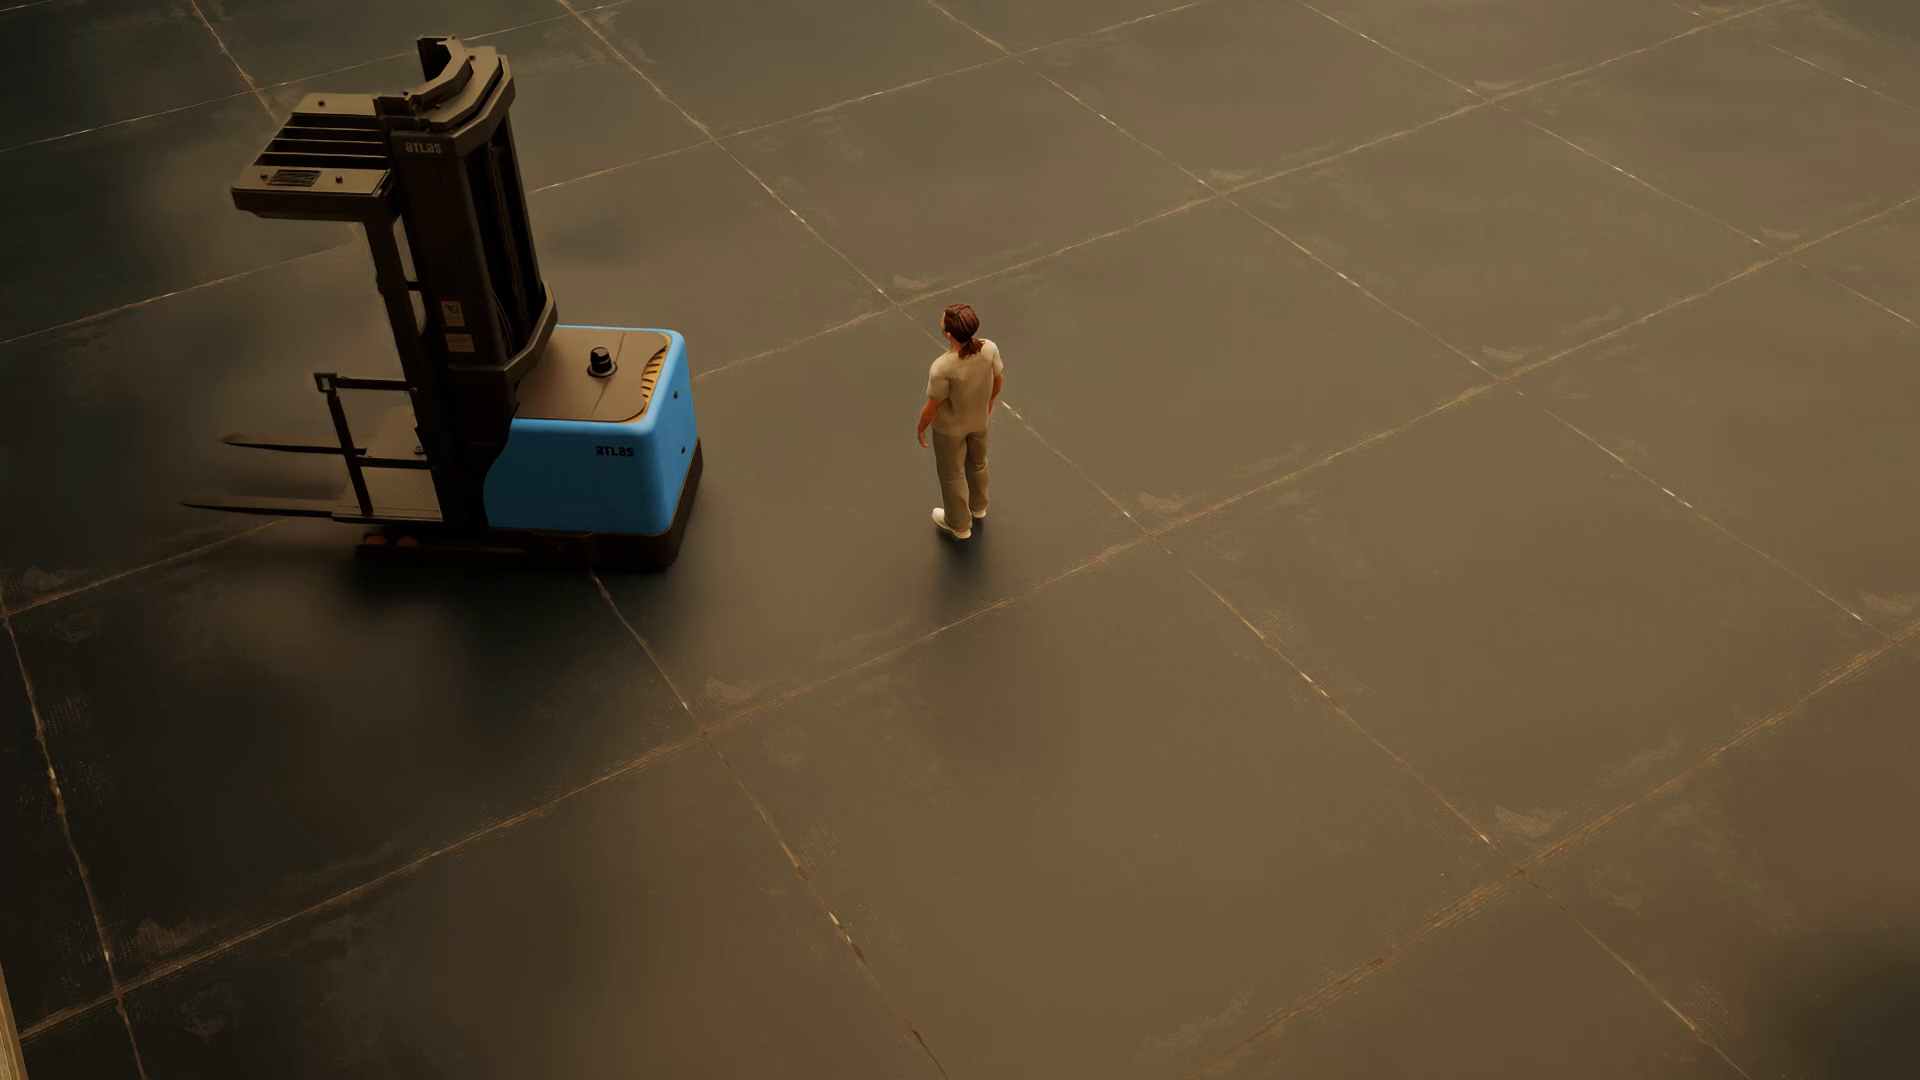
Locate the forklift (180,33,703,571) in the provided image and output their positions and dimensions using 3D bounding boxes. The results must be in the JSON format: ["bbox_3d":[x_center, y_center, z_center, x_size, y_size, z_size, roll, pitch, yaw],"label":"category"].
[{"bbox_3d":[-3.165,-1.304,9.363,3.031,2.935,1.130,3,41,3],"label":"forklift"}]

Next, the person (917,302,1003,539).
[{"bbox_3d":[-0.028,-0.712,9.568,0.550,1.673,0.547,-23,46,-24],"label":"person"}]
